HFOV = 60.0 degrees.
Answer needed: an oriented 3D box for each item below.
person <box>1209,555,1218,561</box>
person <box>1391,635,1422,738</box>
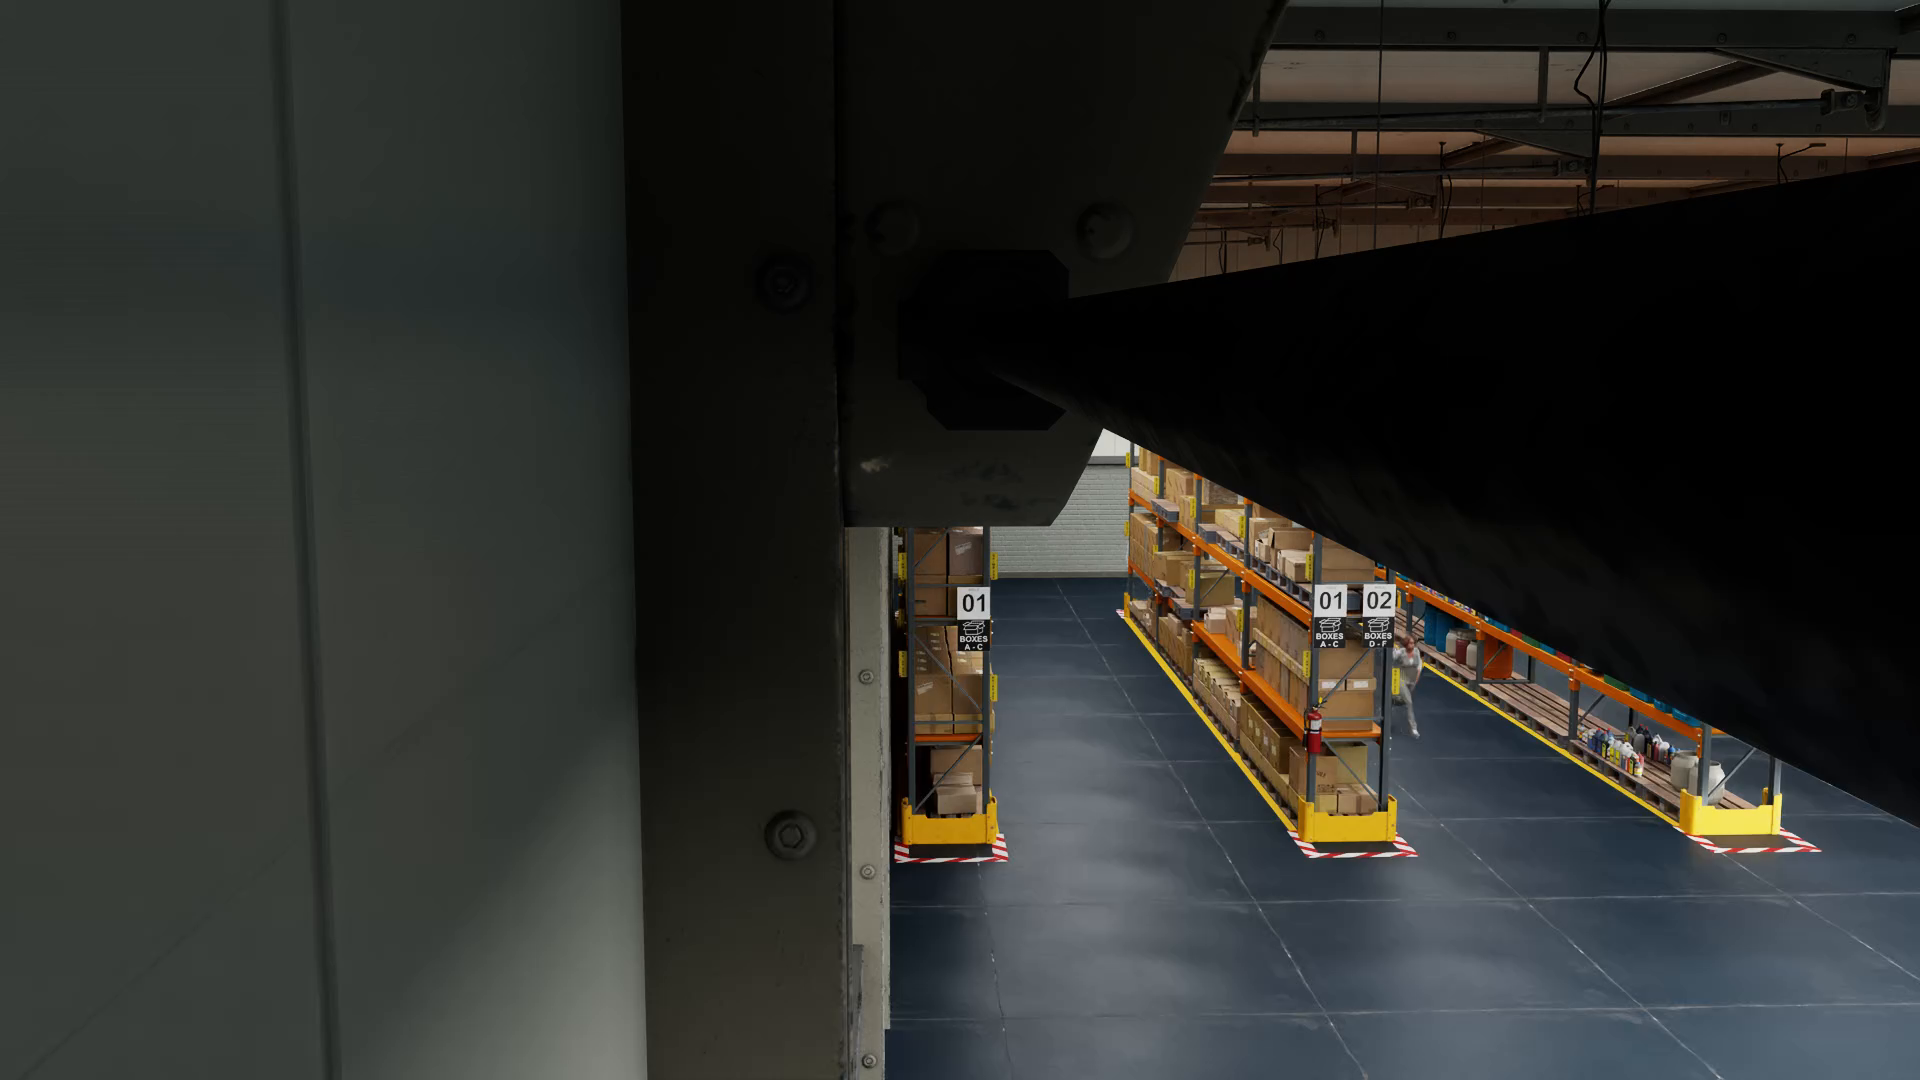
[{"bbox_3d":[5.558,0.809,36.795,0.635,1.635,0.502,-4,9,-31],"label":"person"},{"bbox_3d":[6.936,2.239,26.062,0.536,1.587,0.942,-2,8,-18],"label":"person"}]
